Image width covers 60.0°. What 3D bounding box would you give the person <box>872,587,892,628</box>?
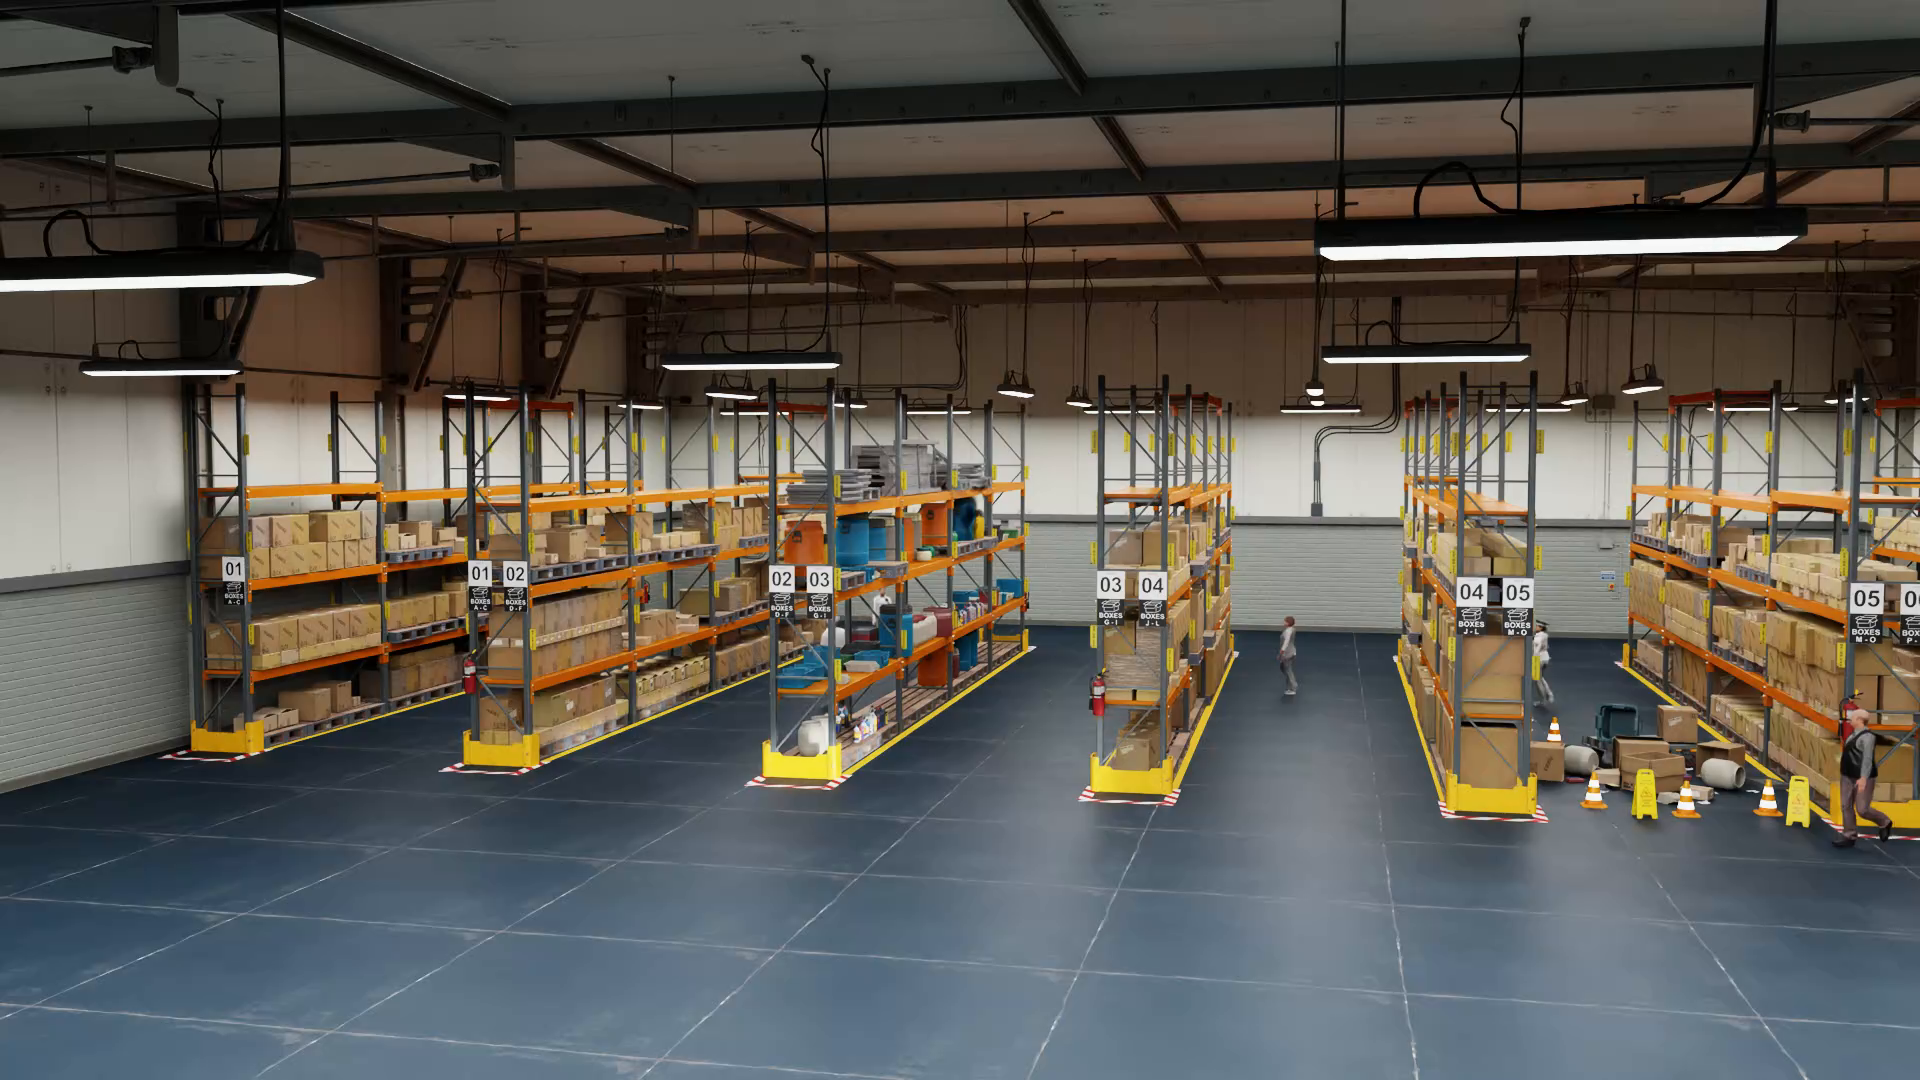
[{"bbox_3d":[-1.856,1.875,39.999,0.477,1.657,0.707,1,3,10],"label":"person"}]

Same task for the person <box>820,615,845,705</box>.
[{"bbox_3d":[-2.430,2.305,31.954,0.549,1.805,0.528,-2,4,-31],"label":"person"}]

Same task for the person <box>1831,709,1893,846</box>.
[{"bbox_3d":[11.221,2.951,20.647,0.642,1.714,0.508,-1,3,-17],"label":"person"}]

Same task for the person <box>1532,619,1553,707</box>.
[{"bbox_3d":[11.042,2.335,31.703,0.514,1.681,0.448,-2,4,-28],"label":"person"}]

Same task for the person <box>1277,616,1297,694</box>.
[{"bbox_3d":[6.534,2.309,33.248,0.434,1.614,0.473,3,4,40],"label":"person"}]
